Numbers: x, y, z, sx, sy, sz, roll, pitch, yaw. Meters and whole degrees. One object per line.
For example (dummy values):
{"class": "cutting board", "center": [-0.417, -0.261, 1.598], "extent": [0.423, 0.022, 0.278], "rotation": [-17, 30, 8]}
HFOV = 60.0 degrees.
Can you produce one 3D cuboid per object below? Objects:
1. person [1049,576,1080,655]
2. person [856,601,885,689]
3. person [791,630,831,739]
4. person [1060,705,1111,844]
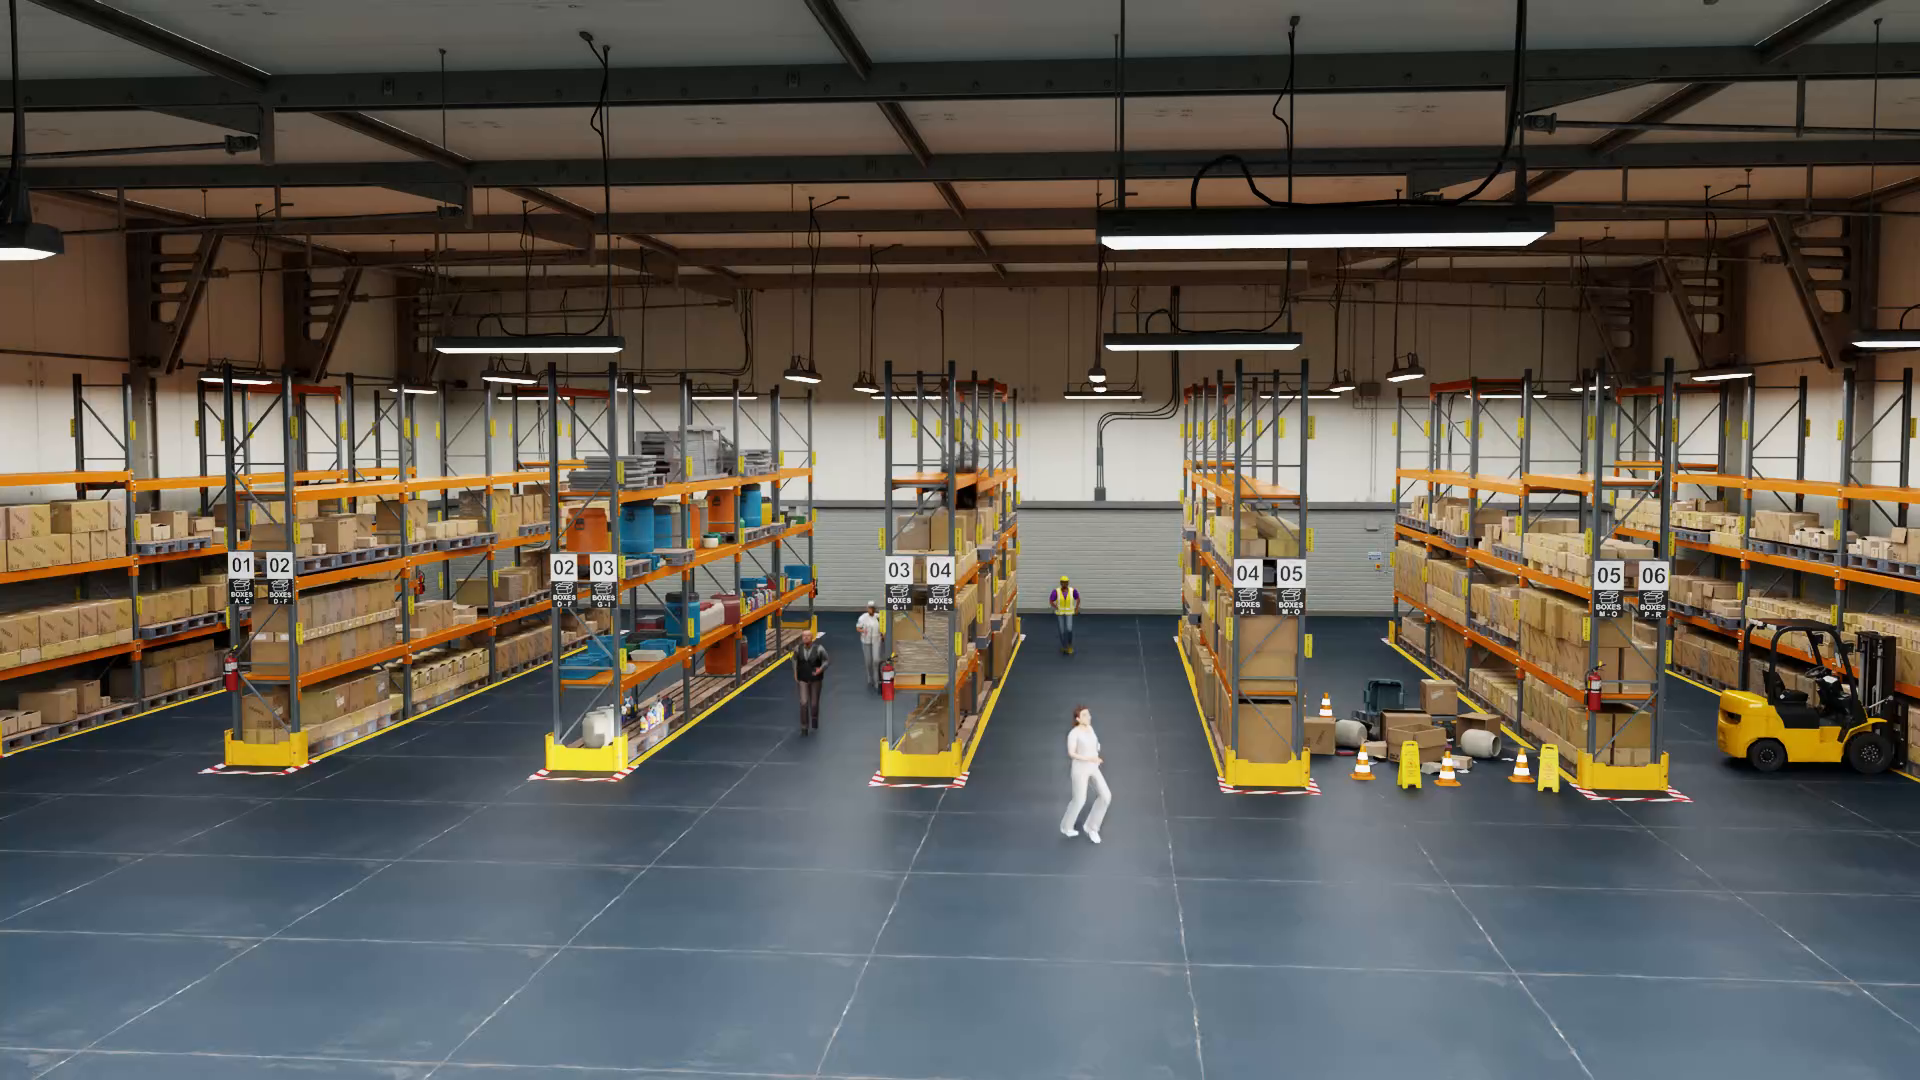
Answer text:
{"class": "person", "center": [2.333, 1.687, 37.194], "extent": [0.685, 1.770, 0.695], "rotation": [0, 4, 5]}
{"class": "person", "center": [-1.731, 2.047, 32.504], "extent": [0.590, 1.715, 0.733], "rotation": [0, 4, 3]}
{"class": "person", "center": [-2.458, 2.350, 27.386], "extent": [0.661, 1.774, 0.774], "rotation": [0, 4, 3]}
{"class": "person", "center": [1.512, 2.850, 20.263], "extent": [0.569, 1.684, 0.692], "rotation": [-3, 5, -40]}
